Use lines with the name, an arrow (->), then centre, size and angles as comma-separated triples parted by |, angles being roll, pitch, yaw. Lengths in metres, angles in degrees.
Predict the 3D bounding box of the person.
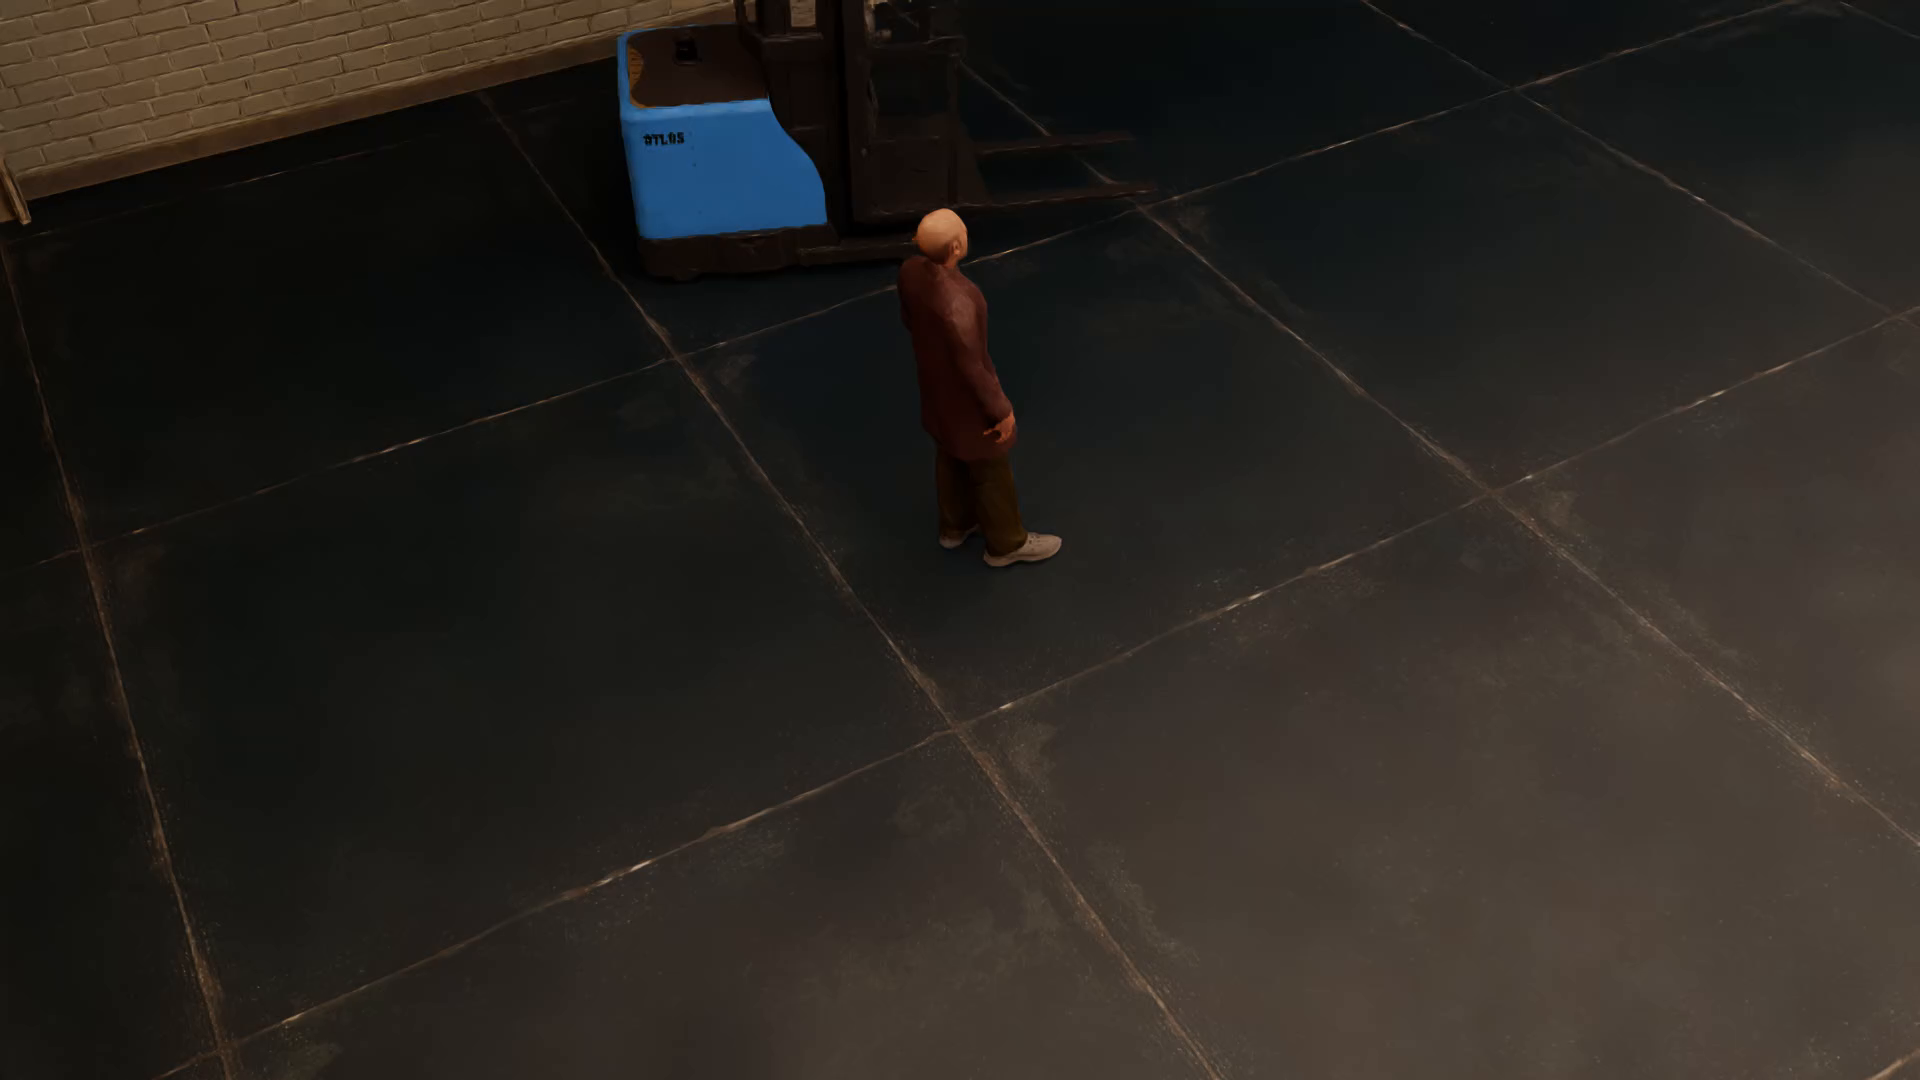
person -> 0.082, -0.685, 7.274 | 0.580, 1.776, 0.694 | -21, 47, -21

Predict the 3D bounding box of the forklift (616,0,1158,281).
forklift -> -0.385, -3.014, 8.948 | 3.031, 2.935, 1.130 | -7, 43, -7
